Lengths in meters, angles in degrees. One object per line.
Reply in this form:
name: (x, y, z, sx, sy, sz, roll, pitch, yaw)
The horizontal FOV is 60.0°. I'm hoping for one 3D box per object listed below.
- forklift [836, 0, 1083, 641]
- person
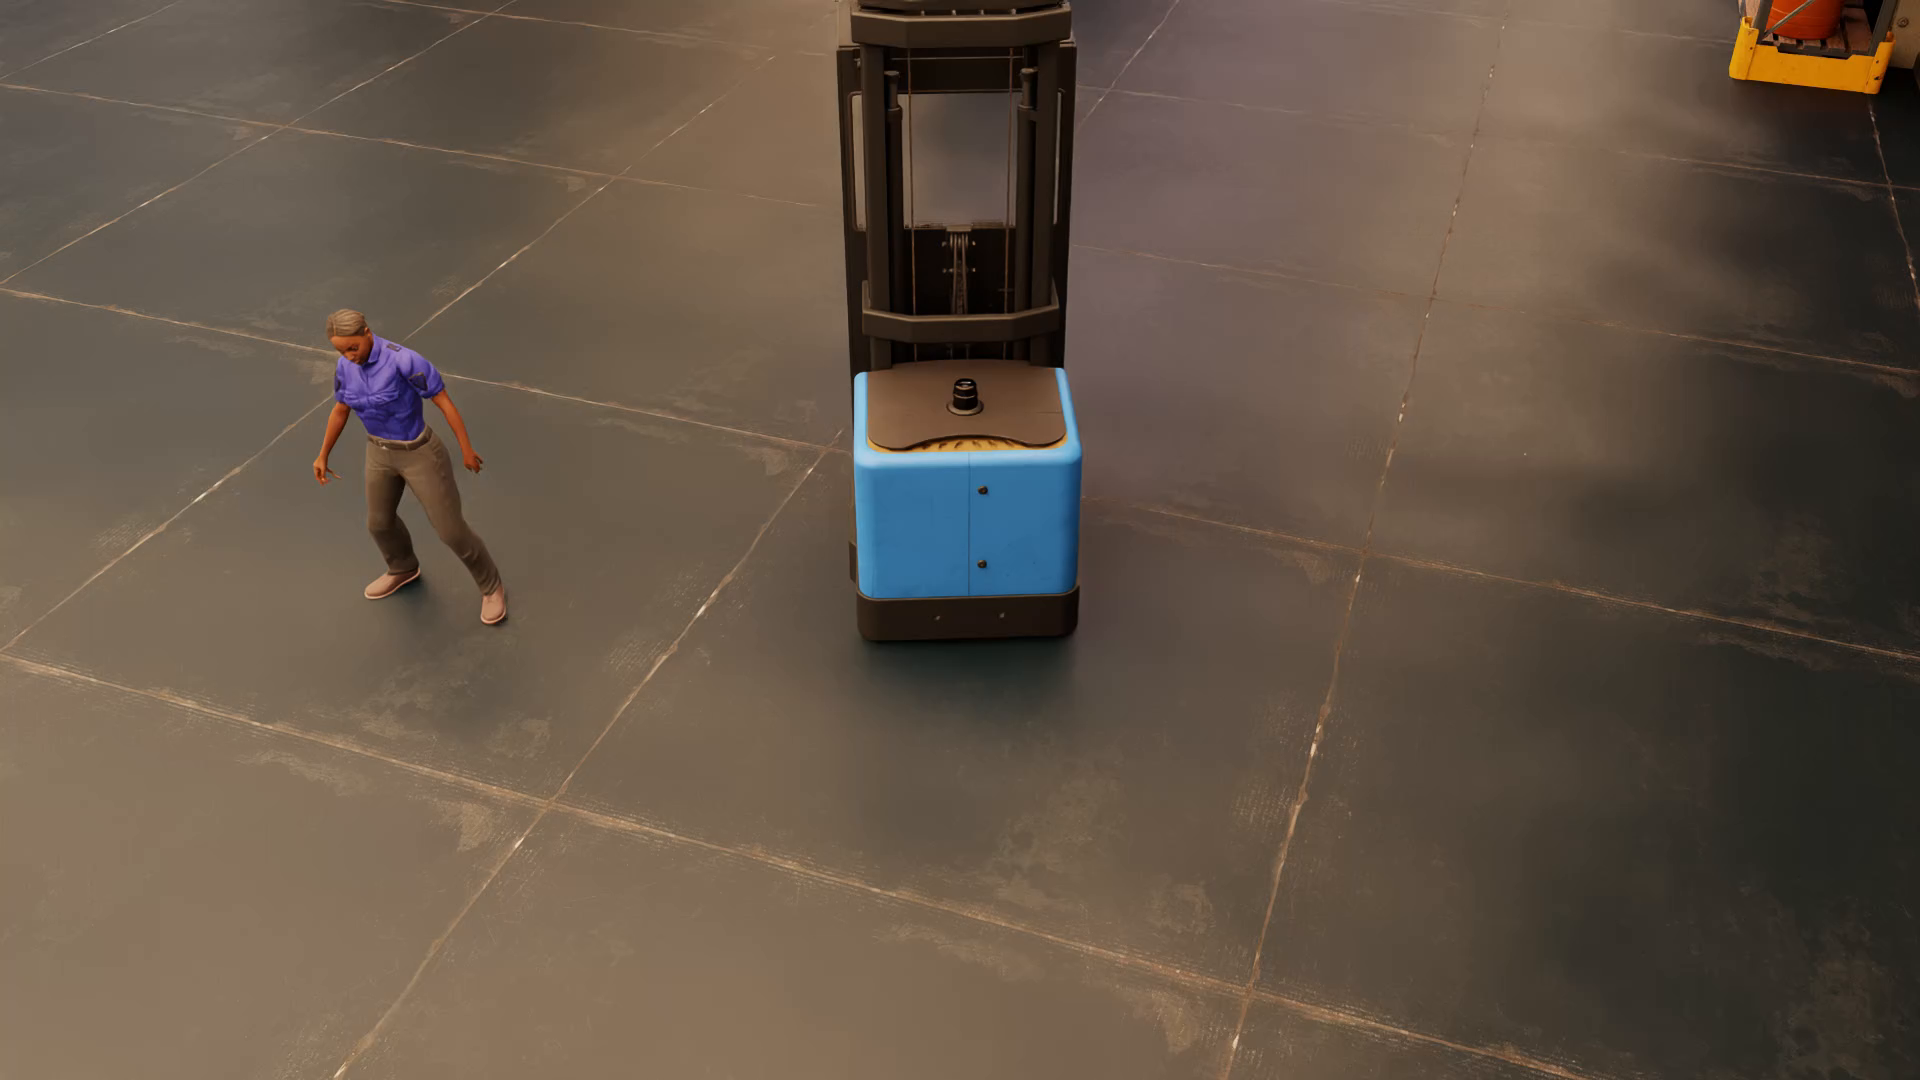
forklift: (-0.029, -1.547, 8.293, 1.130, 2.935, 3.031, -2, 35, -2)
person: (-2.601, -0.367, 7.782, 0.834, 1.612, 0.337, 11, 37, 14)
